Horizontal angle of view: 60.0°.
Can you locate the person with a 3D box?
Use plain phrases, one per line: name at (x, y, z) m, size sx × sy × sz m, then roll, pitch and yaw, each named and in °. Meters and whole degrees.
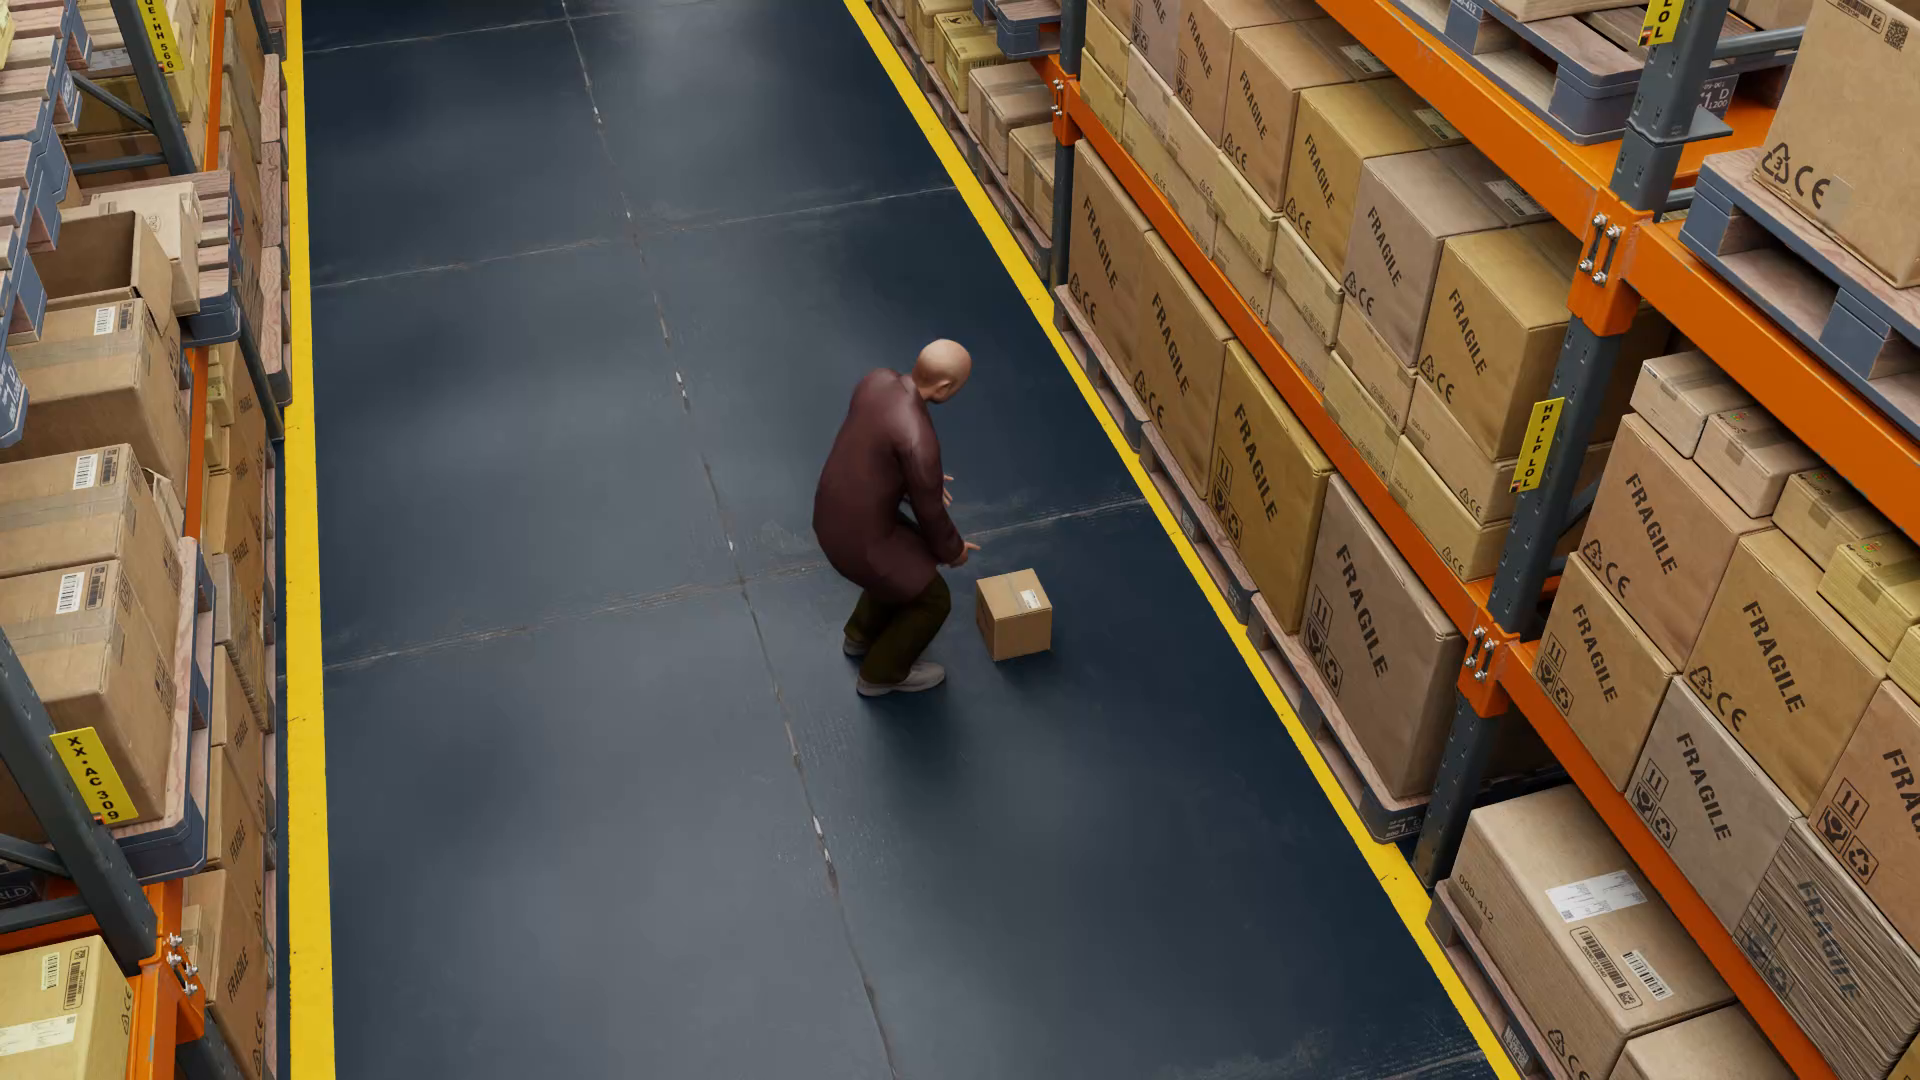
person at (-0.260, -0.091, 6.459) m, size 0.636 × 1.538 × 0.627 m, roll -11°, pitch 43°, yaw -13°
